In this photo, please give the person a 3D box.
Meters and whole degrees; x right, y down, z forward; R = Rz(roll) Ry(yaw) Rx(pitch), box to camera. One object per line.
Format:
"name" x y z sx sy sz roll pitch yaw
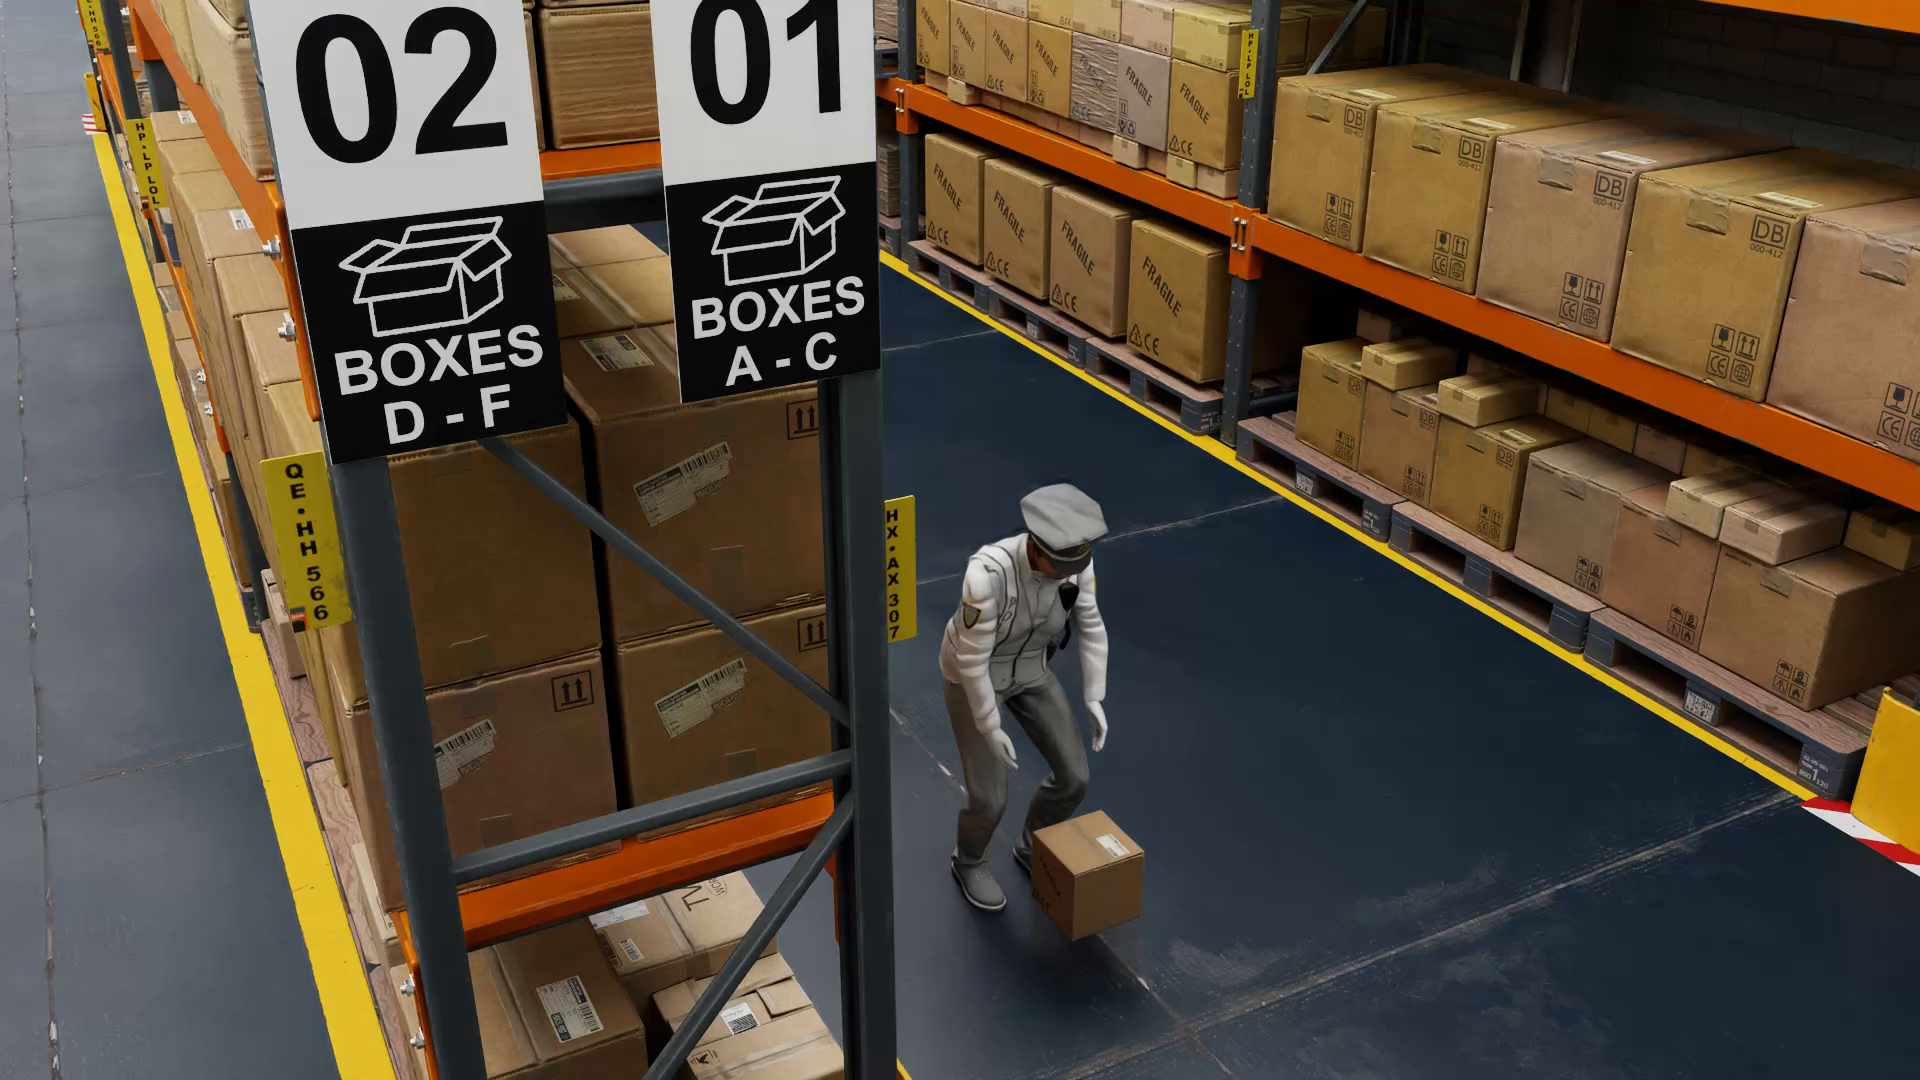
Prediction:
"person" 0.230 0.565 5.309 0.535 1.349 0.714 -13 28 -25
